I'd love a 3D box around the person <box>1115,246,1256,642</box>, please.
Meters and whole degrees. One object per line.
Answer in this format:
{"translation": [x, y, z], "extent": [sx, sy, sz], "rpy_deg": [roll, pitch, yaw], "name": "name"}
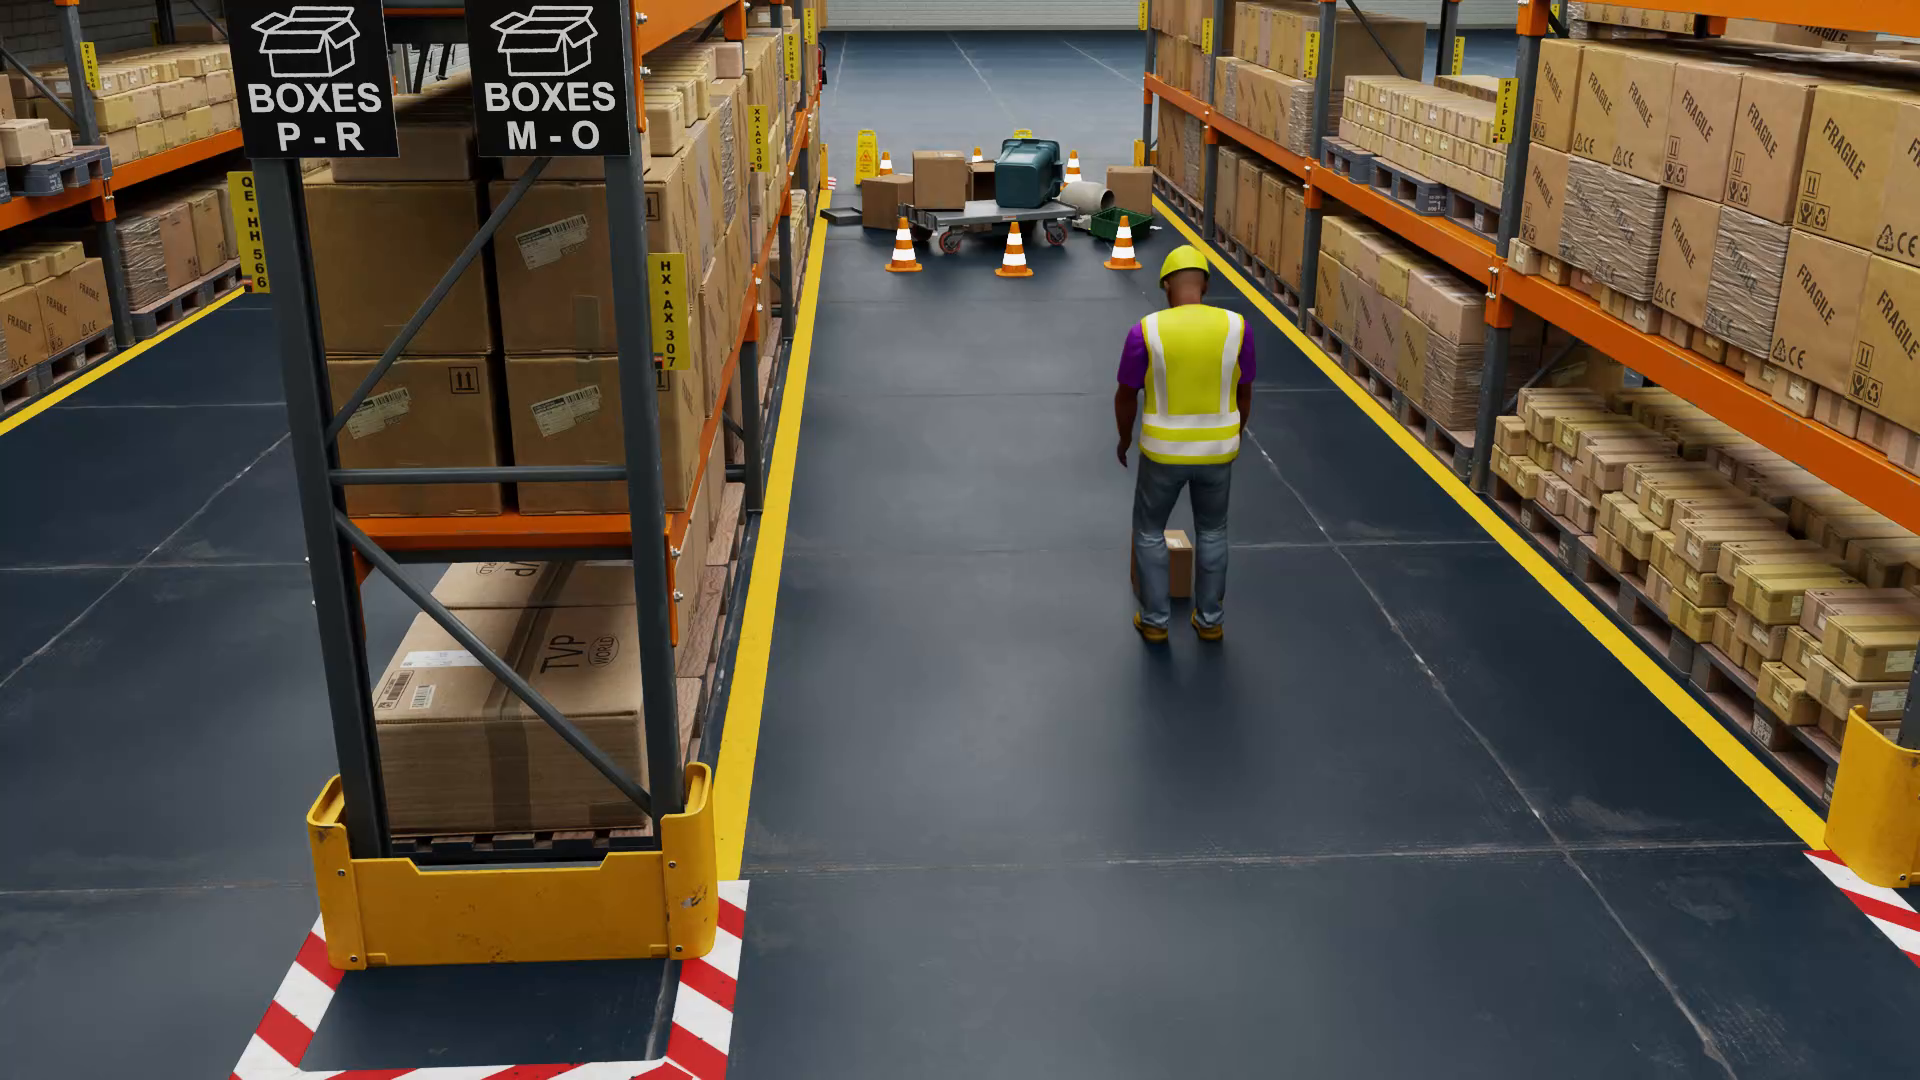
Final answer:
{"translation": [0.956, -0.400, 7.198], "extent": [0.591, 1.717, 0.453], "rpy_deg": [-1, 20, -2], "name": "person"}
